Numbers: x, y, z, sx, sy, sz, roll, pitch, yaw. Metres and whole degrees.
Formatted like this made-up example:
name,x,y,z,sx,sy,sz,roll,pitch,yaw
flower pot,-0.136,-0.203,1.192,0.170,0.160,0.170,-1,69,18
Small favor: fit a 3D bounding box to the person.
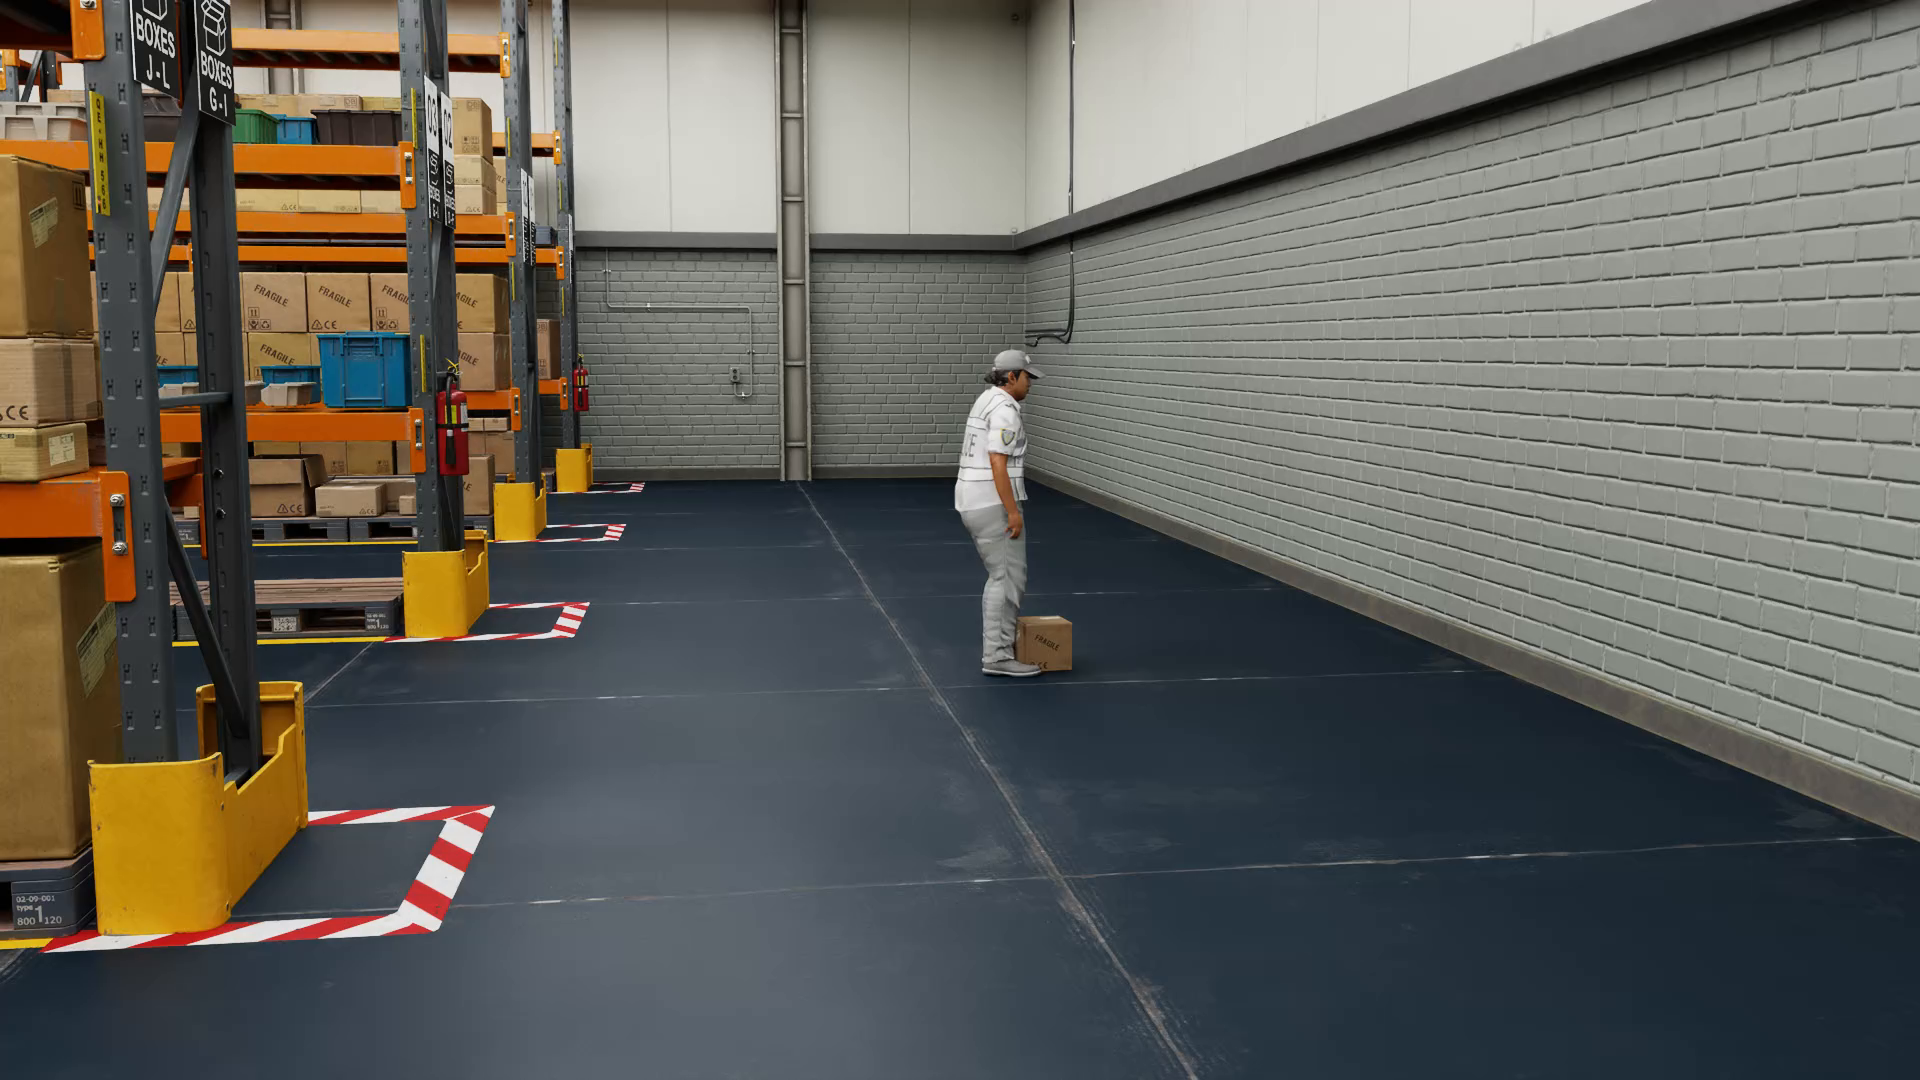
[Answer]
name,x,y,z,sx,sy,sz,roll,pitch,yaw
person,0.219,-0.153,8.633,0.465,1.666,0.538,-1,7,-8
